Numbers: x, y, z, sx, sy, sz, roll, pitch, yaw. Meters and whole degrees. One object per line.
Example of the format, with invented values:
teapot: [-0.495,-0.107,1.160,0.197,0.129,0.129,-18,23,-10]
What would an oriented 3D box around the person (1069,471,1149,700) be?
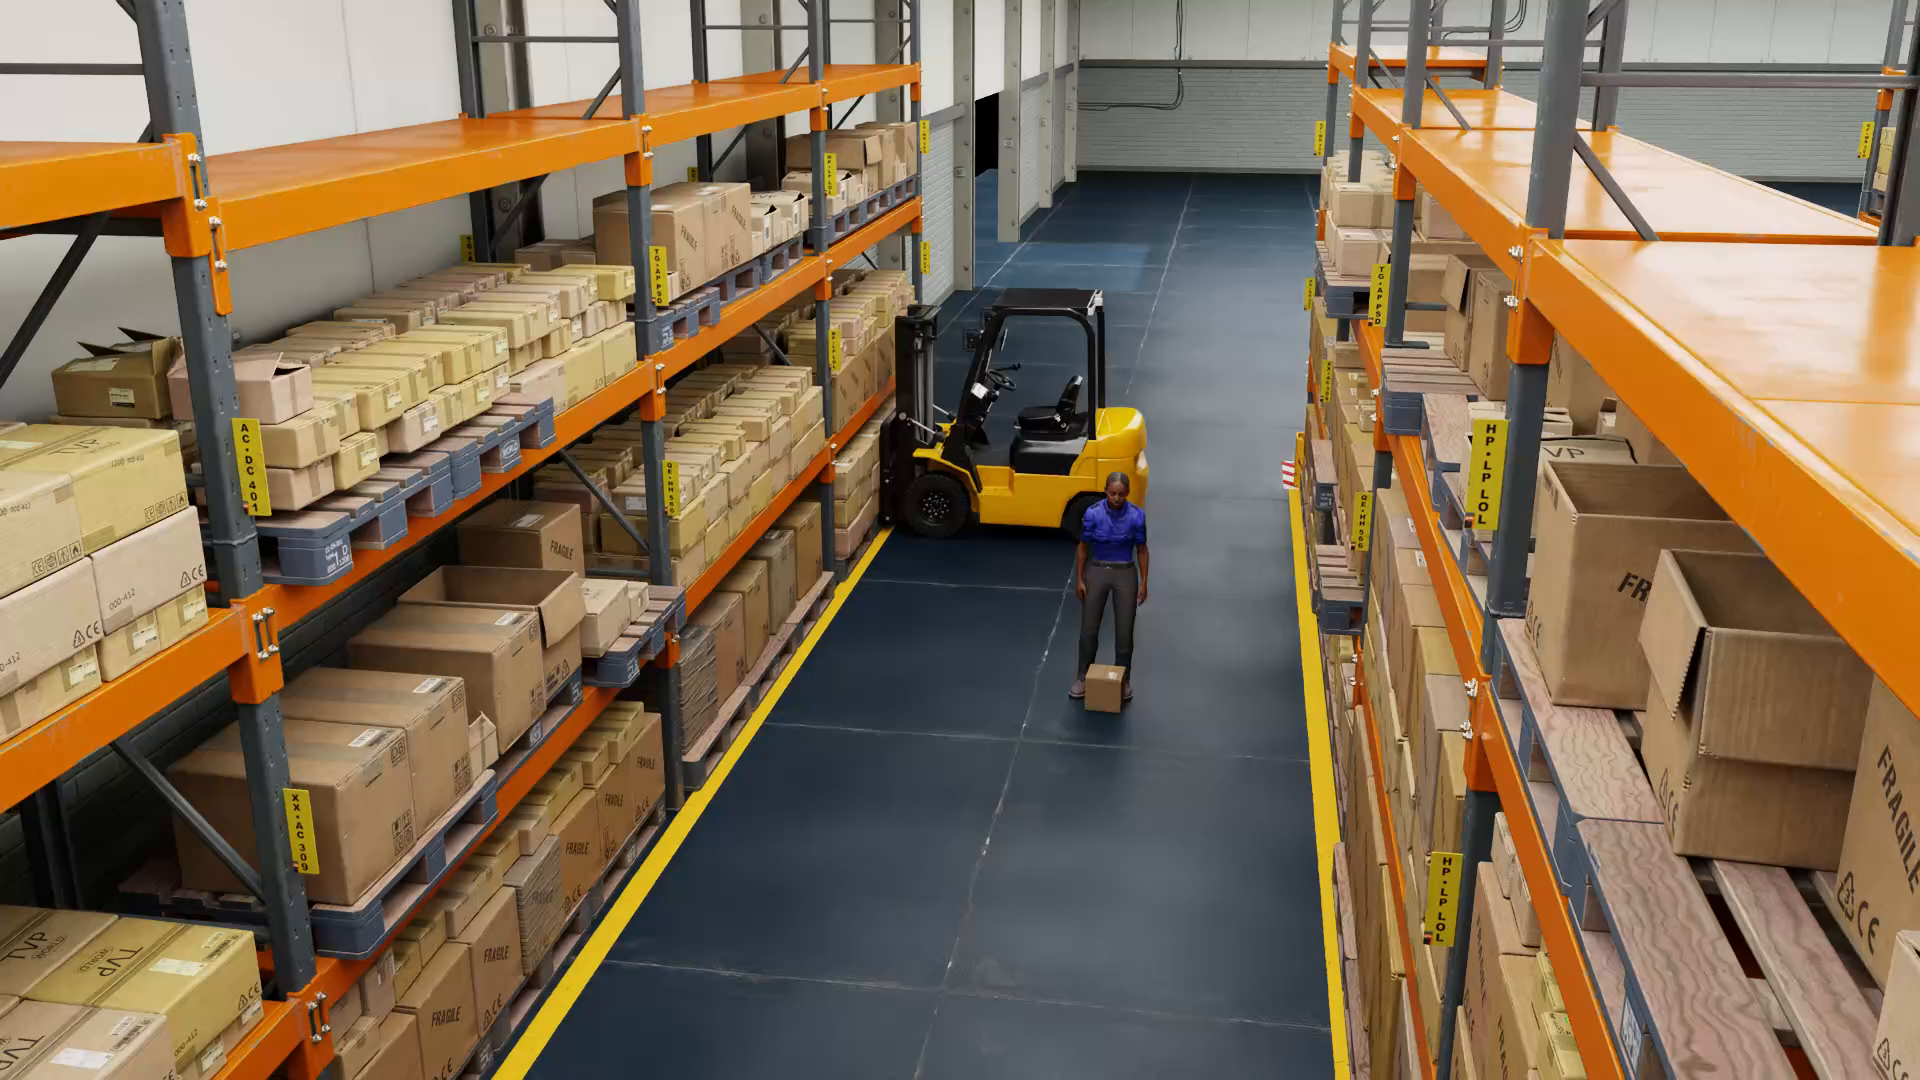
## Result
person: [1.049,0.300,11.638,0.531,1.656,0.342,2,18,6]
